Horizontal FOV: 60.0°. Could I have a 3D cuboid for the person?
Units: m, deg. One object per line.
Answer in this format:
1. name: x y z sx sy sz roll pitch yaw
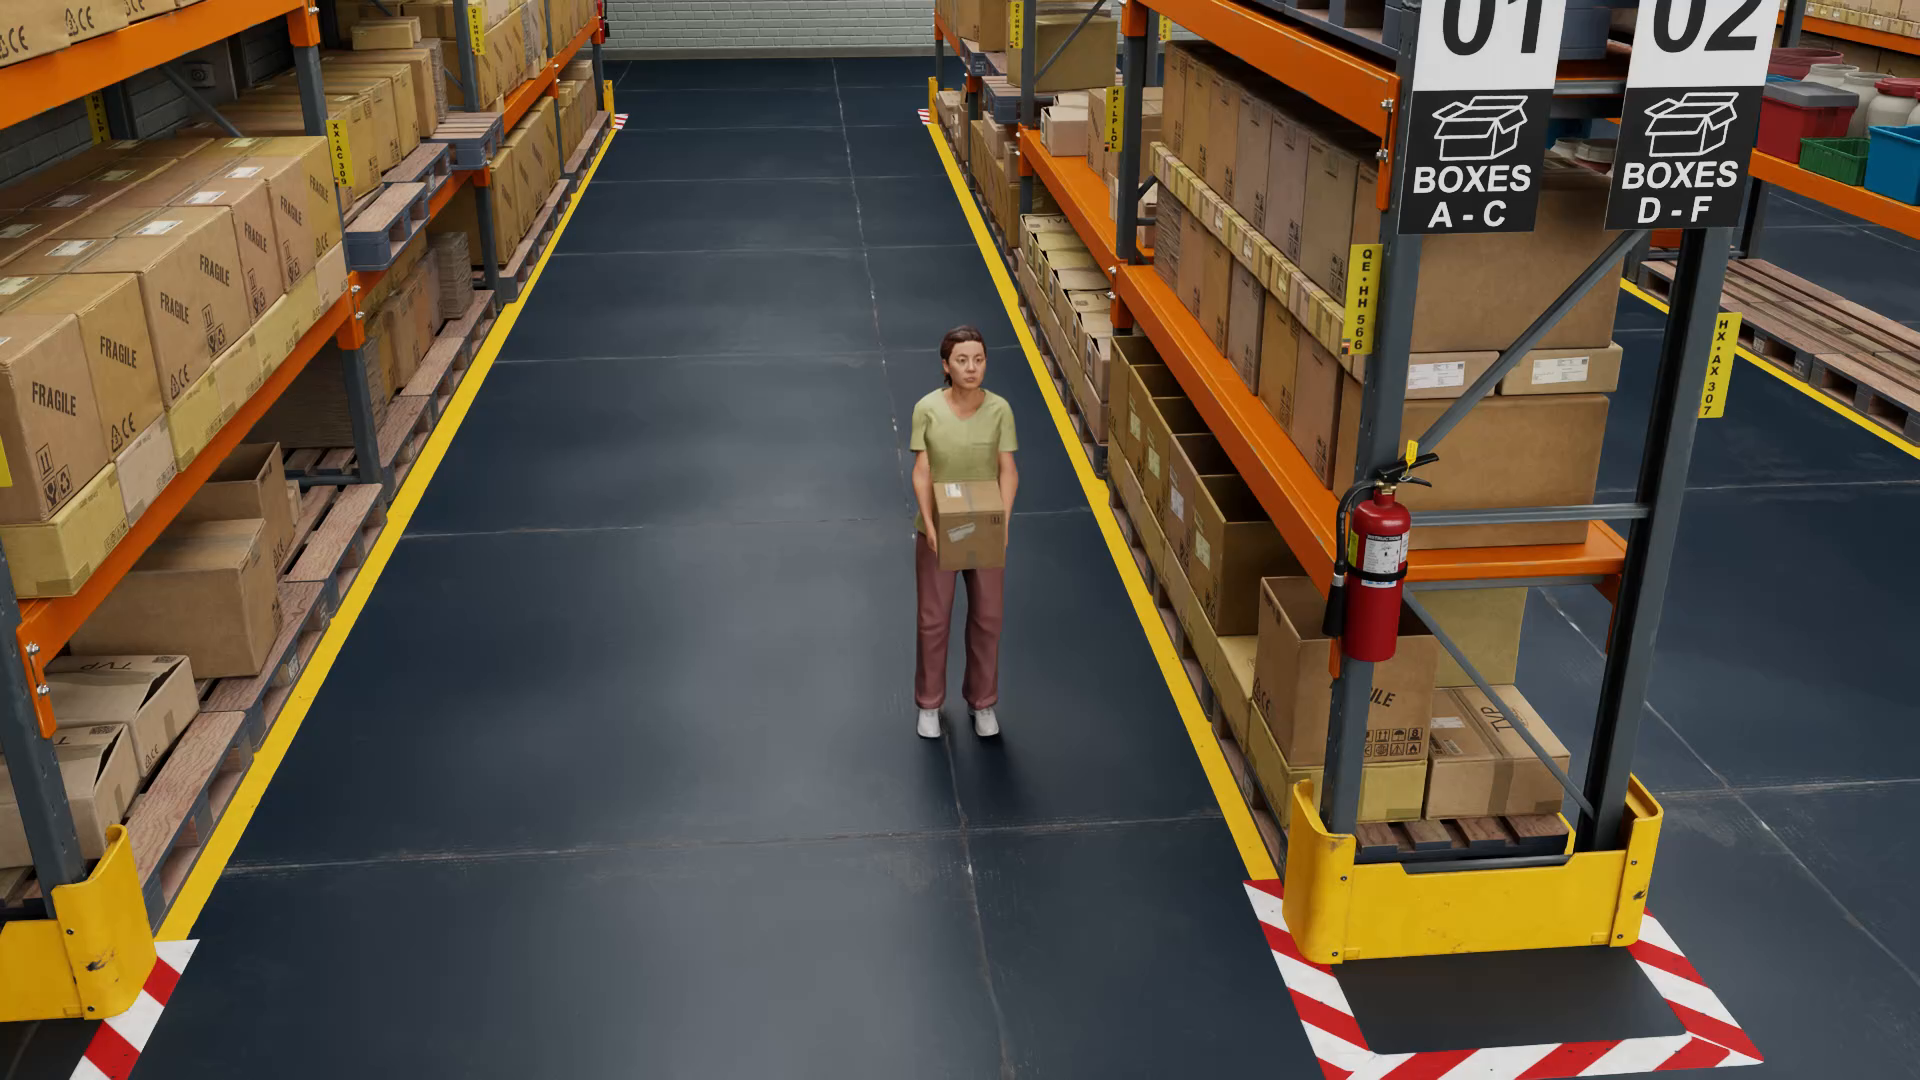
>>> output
1. person: 0.023 -0.007 6.618 0.436 1.673 0.543 -2 24 -5
